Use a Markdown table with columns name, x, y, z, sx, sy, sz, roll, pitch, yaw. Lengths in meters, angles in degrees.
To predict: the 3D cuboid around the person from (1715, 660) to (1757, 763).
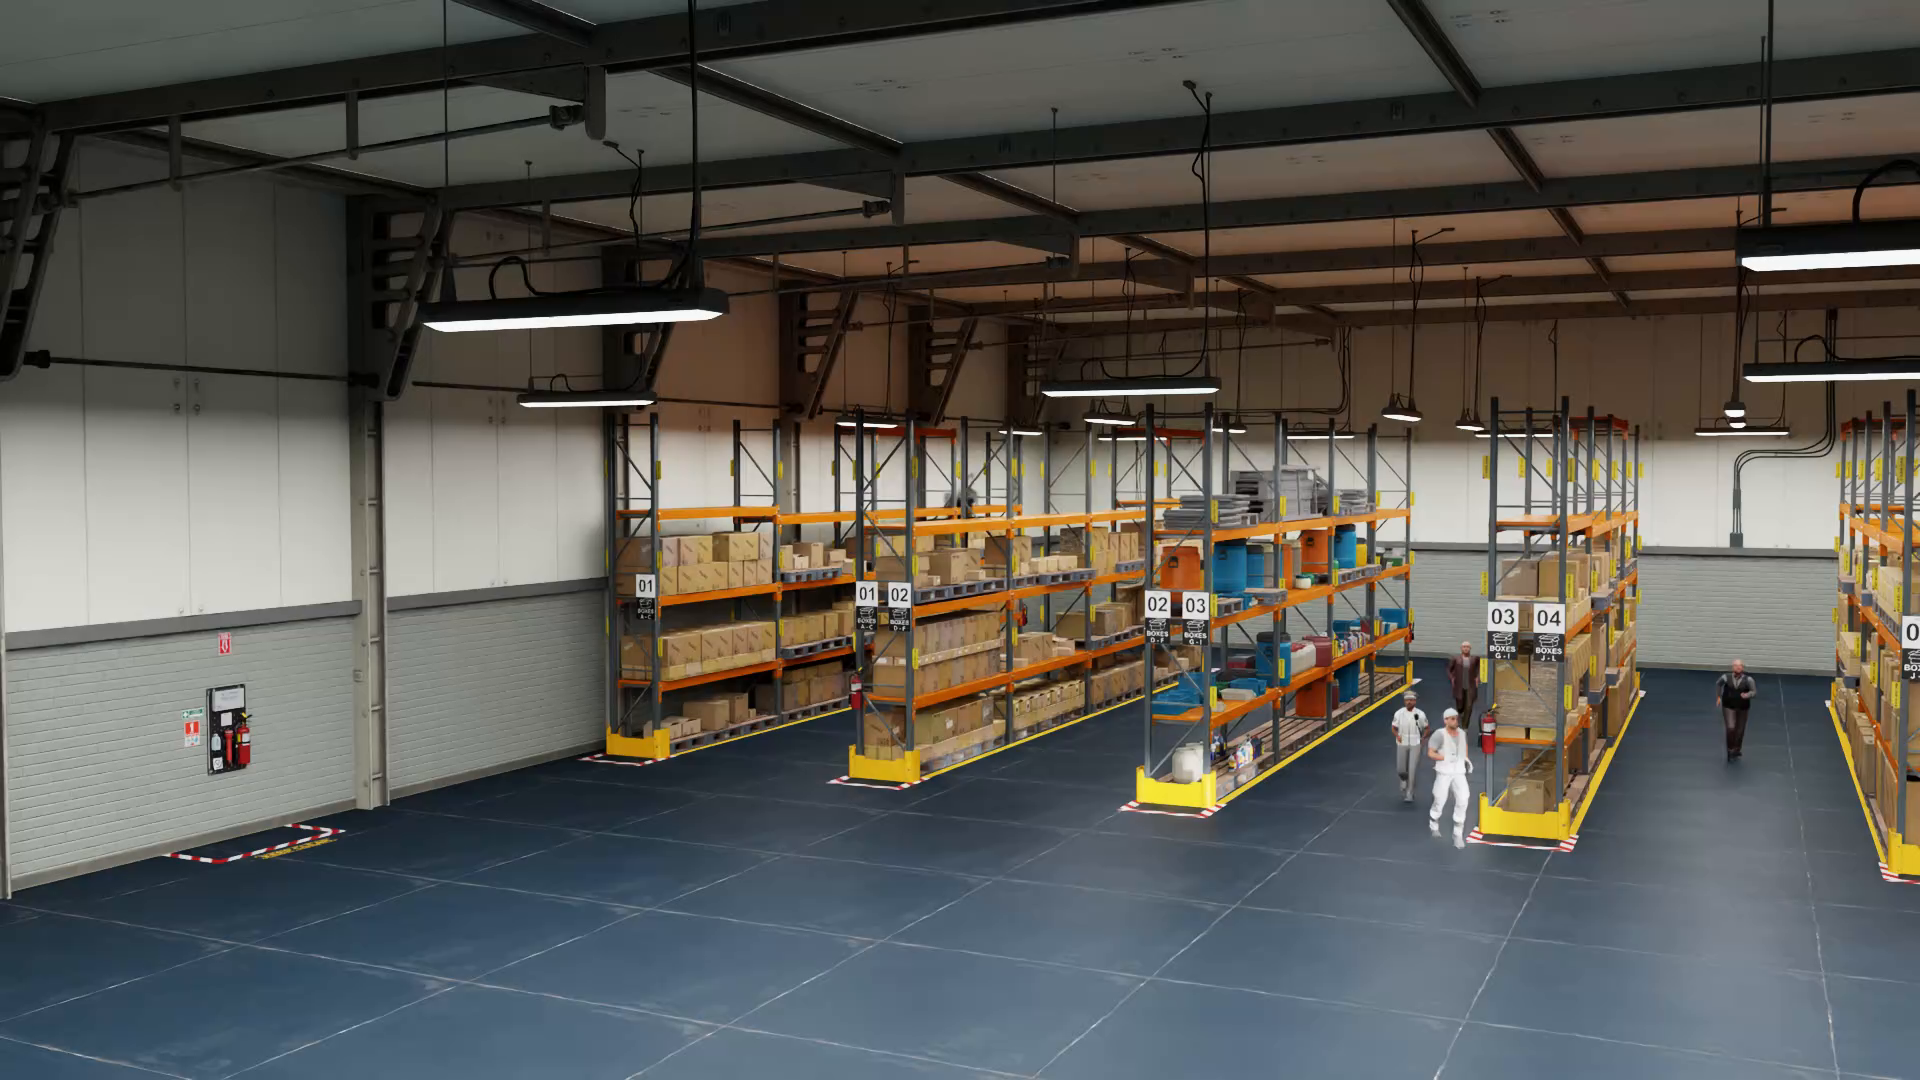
| name | x | y | z | sx | sy | sz | roll | pitch | yaw |
| --- | --- | --- | --- | --- | --- | --- | --- | --- | --- |
| person | 13.343 | 2.945 | 28.589 | 0.621 | 1.770 | 0.834 | 1 | 3 | 18 |

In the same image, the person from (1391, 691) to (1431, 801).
| name | x | y | z | sx | sy | sz | roll | pitch | yaw |
| --- | --- | --- | --- | --- | --- | --- | --- | --- | --- |
| person | 6.853 | 3.107 | 25.293 | 0.578 | 1.653 | 0.658 | 1 | 3 | 19 |

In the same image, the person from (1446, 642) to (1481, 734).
| name | x | y | z | sx | sy | sz | roll | pitch | yaw |
| --- | --- | --- | --- | --- | --- | --- | --- | --- | --- |
| person | 9.634 | 2.804 | 31.681 | 0.710 | 1.742 | 0.799 | 1 | 2 | 14 |

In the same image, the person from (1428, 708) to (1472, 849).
| name | x | y | z | sx | sy | sz | roll | pitch | yaw |
| --- | --- | --- | --- | --- | --- | --- | --- | --- | --- |
| person | 6.557 | 3.166 | 22.246 | 0.667 | 1.843 | 0.747 | 0 | 2 | -8 |
